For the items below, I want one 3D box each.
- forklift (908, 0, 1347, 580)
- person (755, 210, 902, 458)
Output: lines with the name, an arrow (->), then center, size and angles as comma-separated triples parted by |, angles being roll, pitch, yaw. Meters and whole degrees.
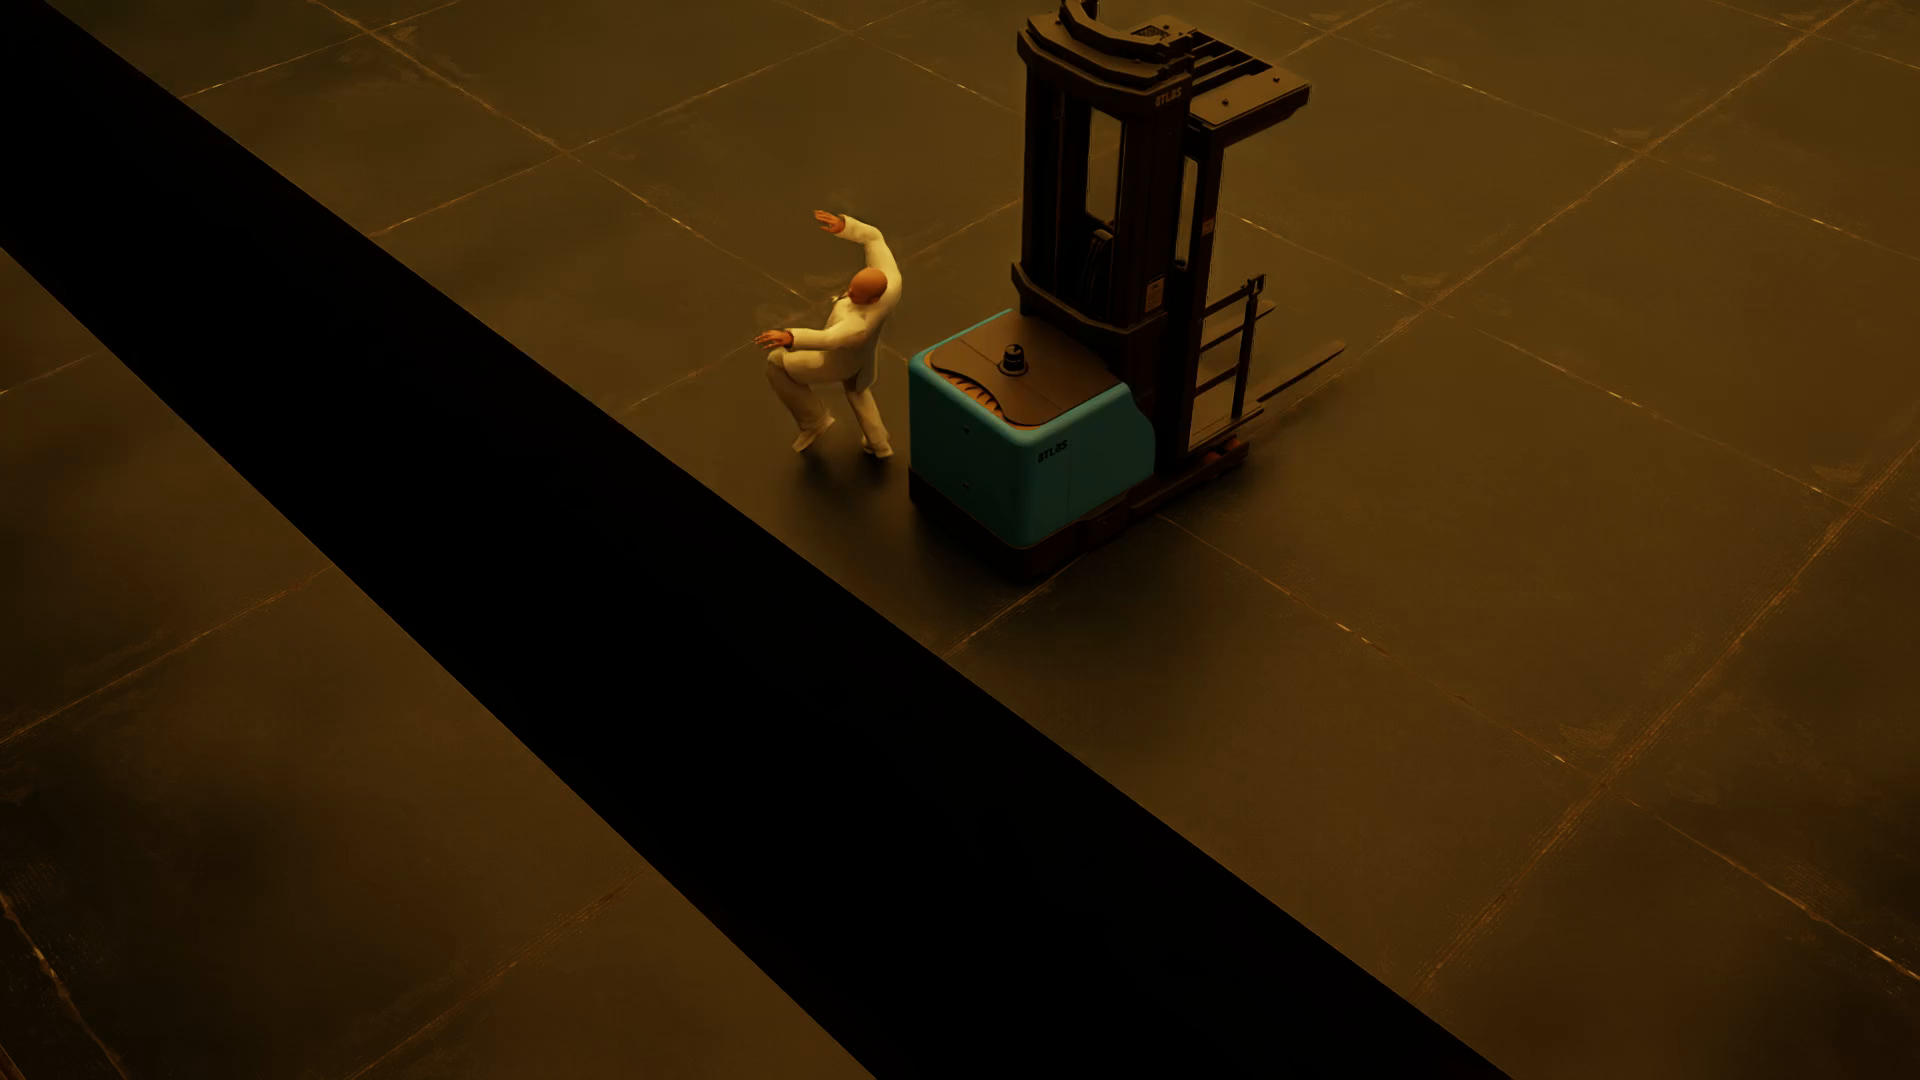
forklift -> 1.147, -1.702, 9.447 | 3.031, 2.935, 1.130 | -30, 50, -29
person -> -0.882, -1.077, 9.732 | 0.847, 1.696, 1.164 | 32, 51, 30
